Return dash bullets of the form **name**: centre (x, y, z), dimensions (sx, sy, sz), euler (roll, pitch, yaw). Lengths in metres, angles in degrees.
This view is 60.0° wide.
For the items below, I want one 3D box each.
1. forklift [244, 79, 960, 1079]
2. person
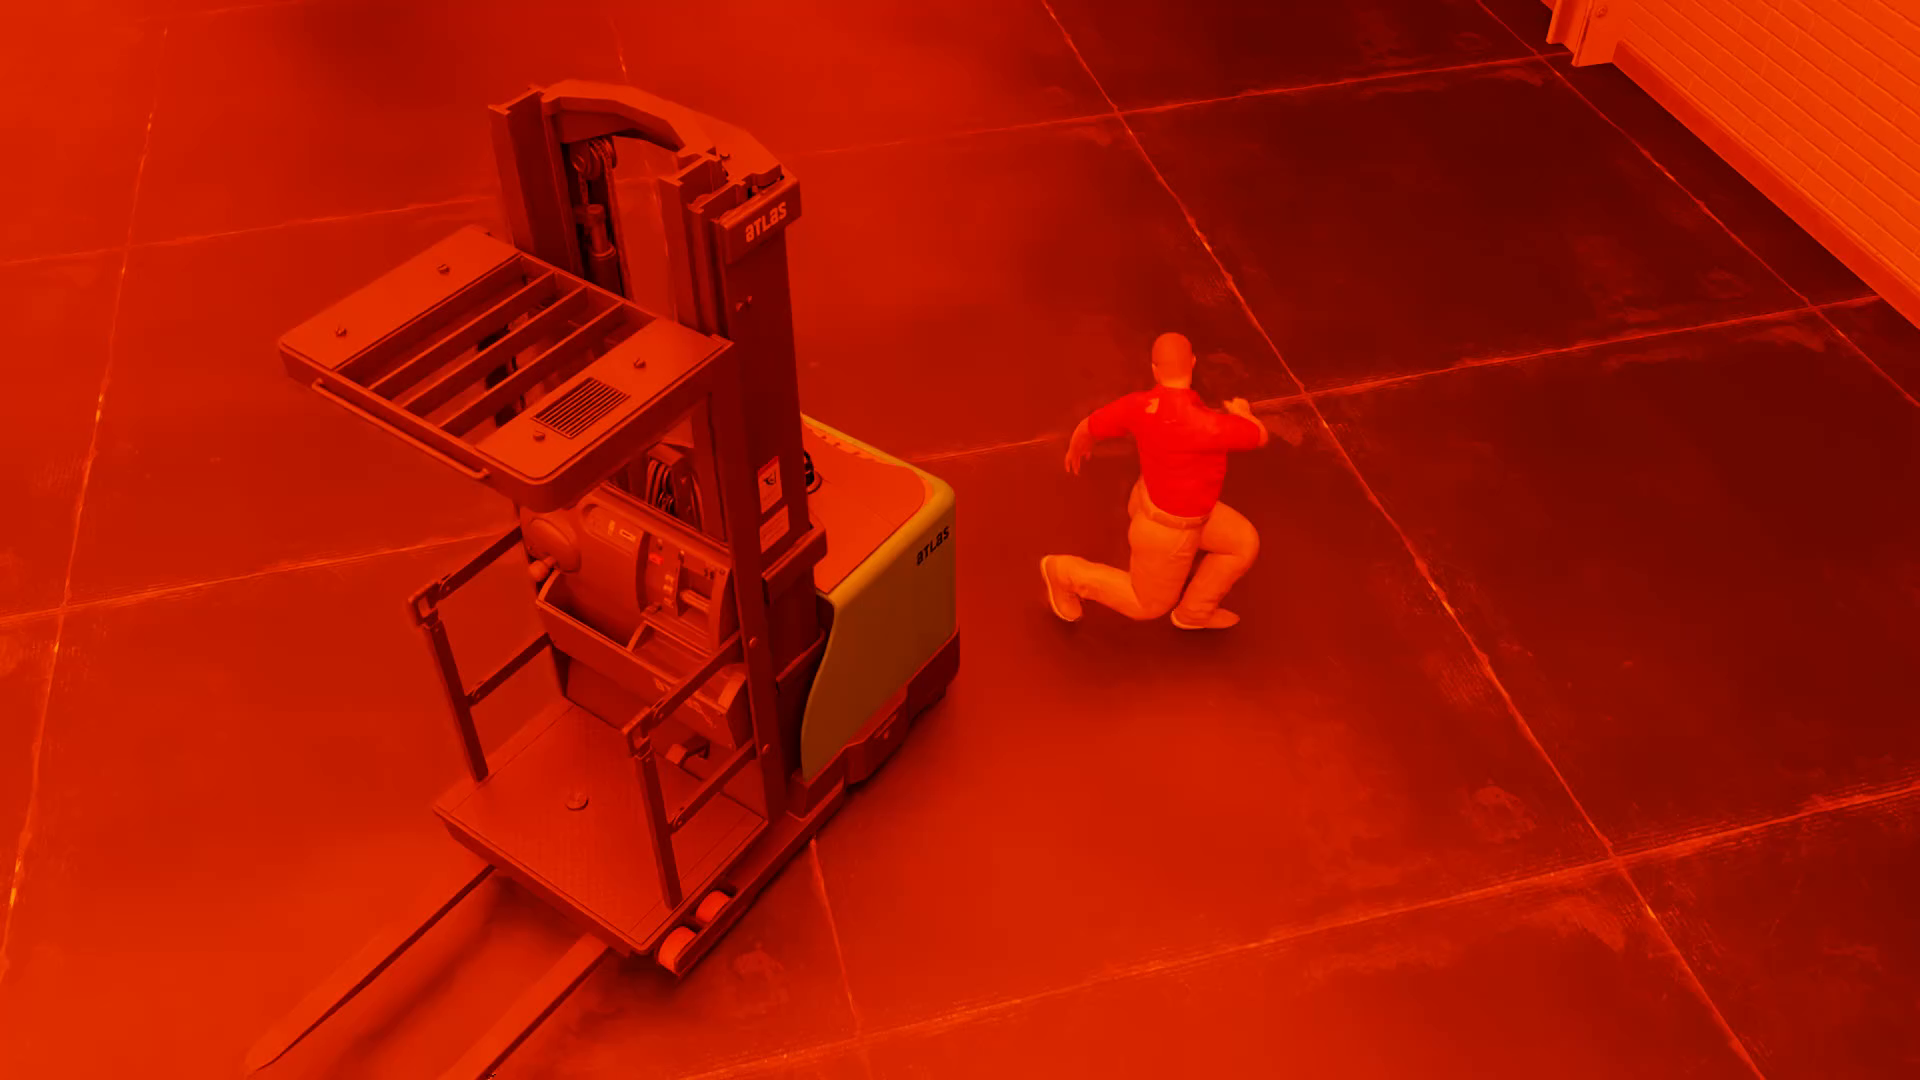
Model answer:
- **forklift**: centre (-1.264, 0.138, 5.499), dimensions (1.130, 2.935, 3.031), euler (26, 49, 25)
- **person**: centre (0.814, -0.216, 6.984), dimensions (0.927, 1.502, 0.672), euler (-1, 43, -1)
